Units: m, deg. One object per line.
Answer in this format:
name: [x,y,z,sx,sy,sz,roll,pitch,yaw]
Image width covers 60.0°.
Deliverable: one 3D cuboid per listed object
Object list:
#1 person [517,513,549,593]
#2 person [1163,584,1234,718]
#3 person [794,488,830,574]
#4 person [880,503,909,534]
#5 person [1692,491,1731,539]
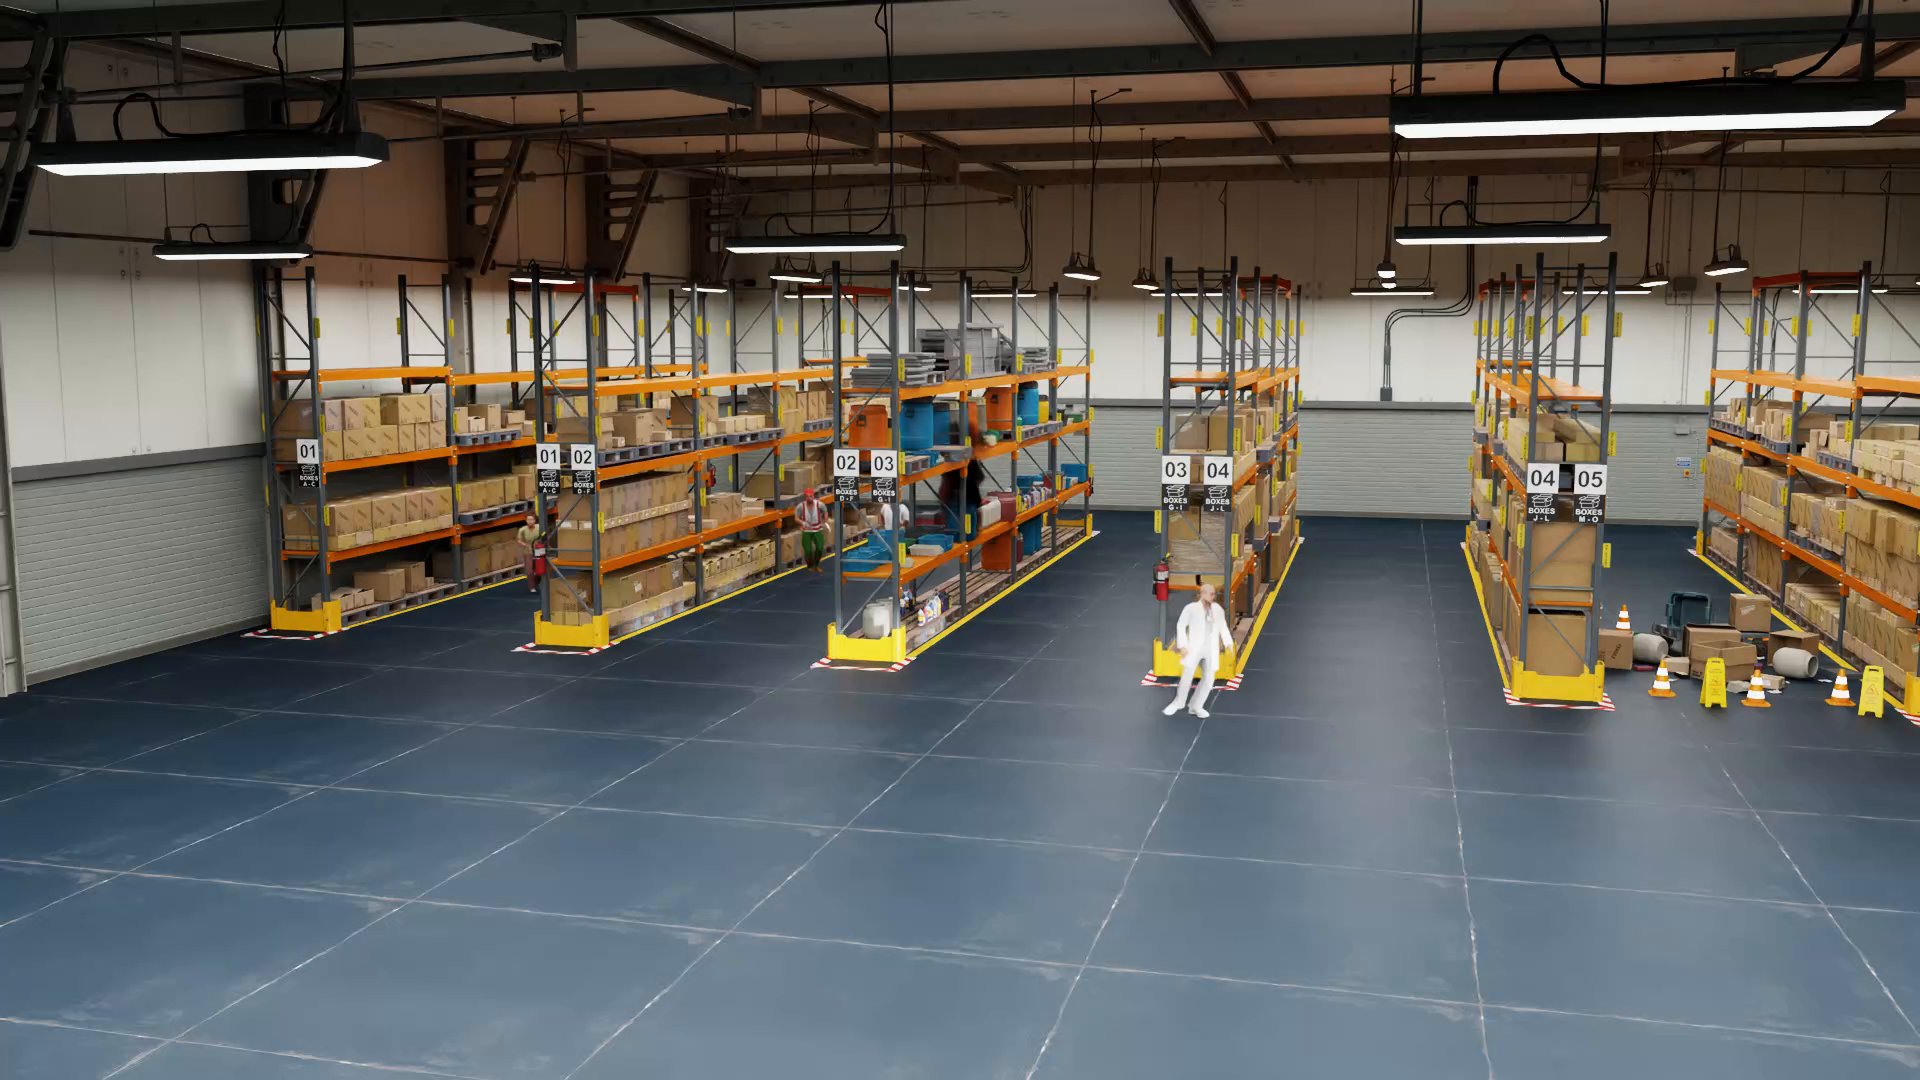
person: [-8.043,0.254,31.356,0.591,1.560,0.788,-2,8,-18]
person: [3.070,1.431,21.374,0.824,1.747,0.607,-2,8,-16]
person: [-2.831,-0.166,31.947,0.695,1.684,0.797,-1,7,-7]
person: [-1.319,-0.119,32.626,0.700,1.713,0.630,2,8,17]
person: [17.819,-0.839,39.362,0.943,1.652,0.569,0,7,-4]
